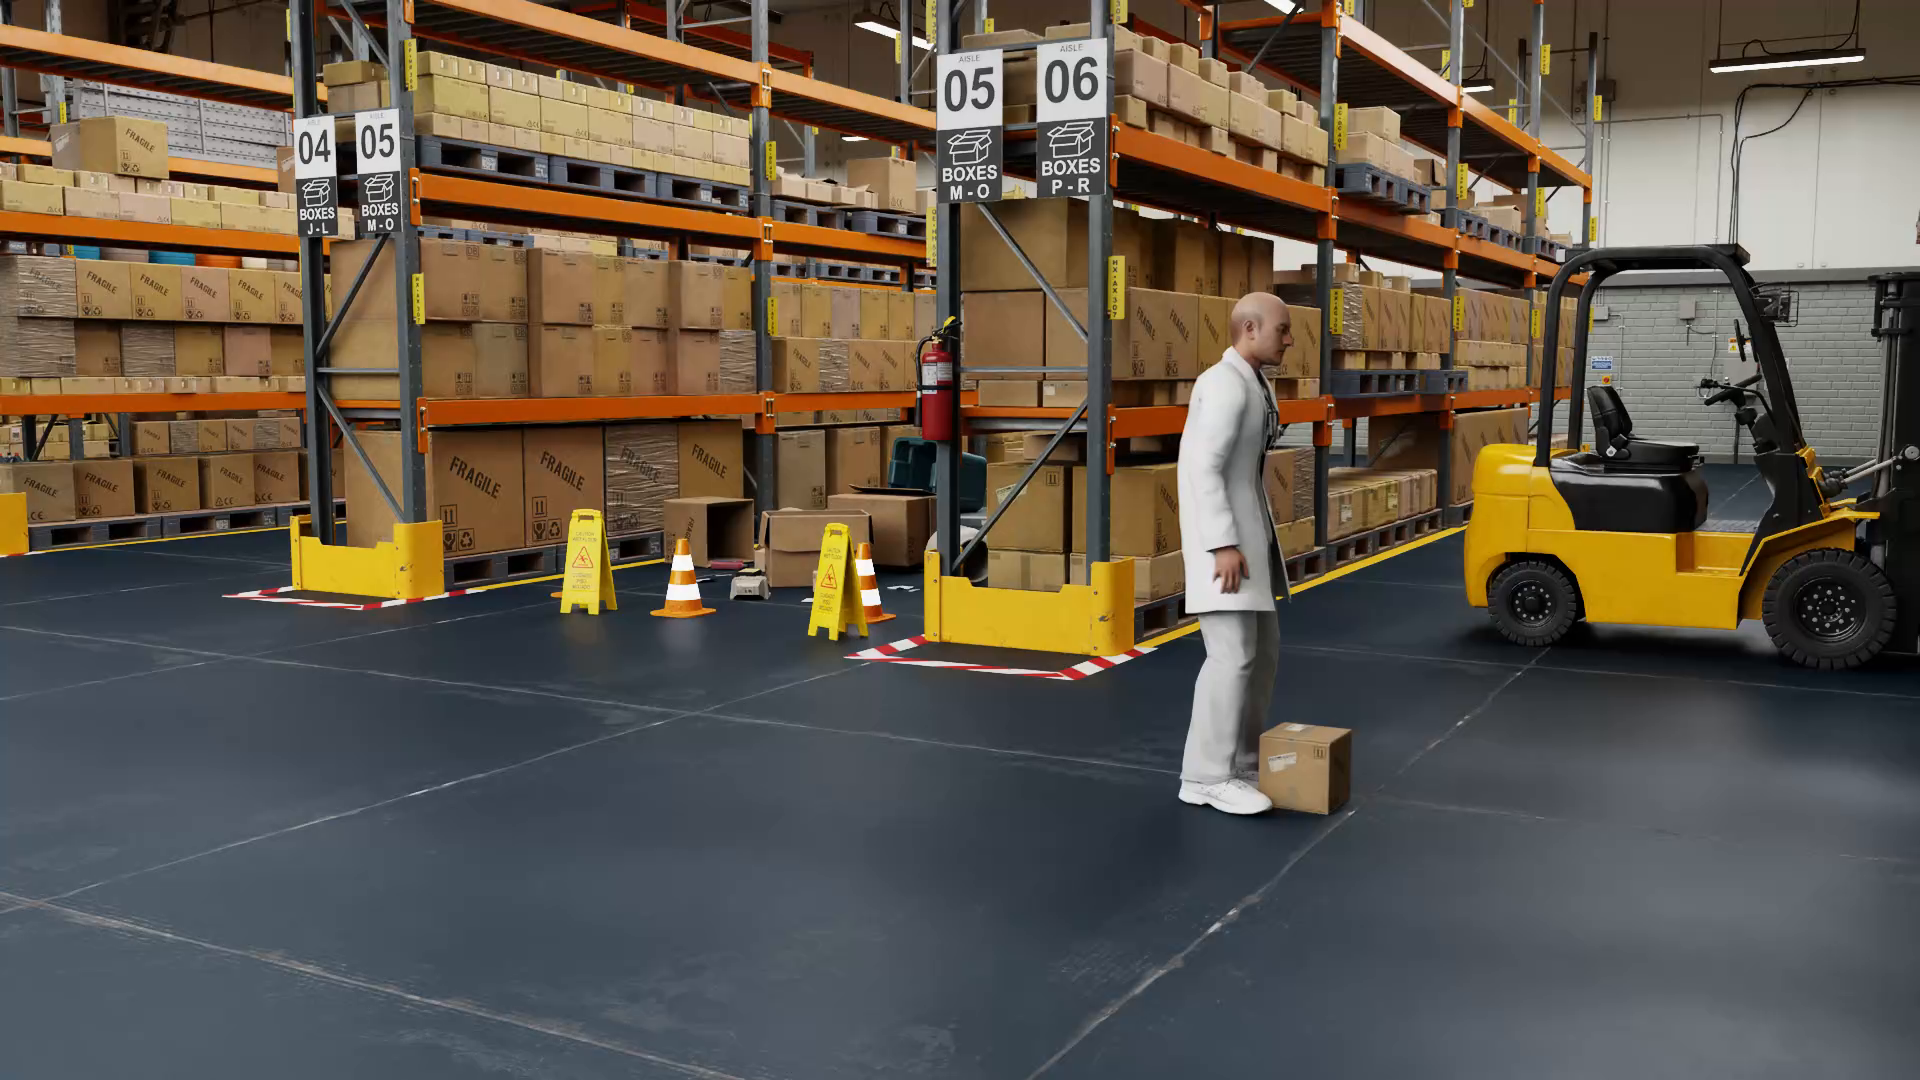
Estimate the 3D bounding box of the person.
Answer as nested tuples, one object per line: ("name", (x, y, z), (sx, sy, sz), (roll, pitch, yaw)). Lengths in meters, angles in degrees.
("person", (0.985, 0.023, 5.845), (0.429, 1.772, 0.646), (3, 6, 25))
